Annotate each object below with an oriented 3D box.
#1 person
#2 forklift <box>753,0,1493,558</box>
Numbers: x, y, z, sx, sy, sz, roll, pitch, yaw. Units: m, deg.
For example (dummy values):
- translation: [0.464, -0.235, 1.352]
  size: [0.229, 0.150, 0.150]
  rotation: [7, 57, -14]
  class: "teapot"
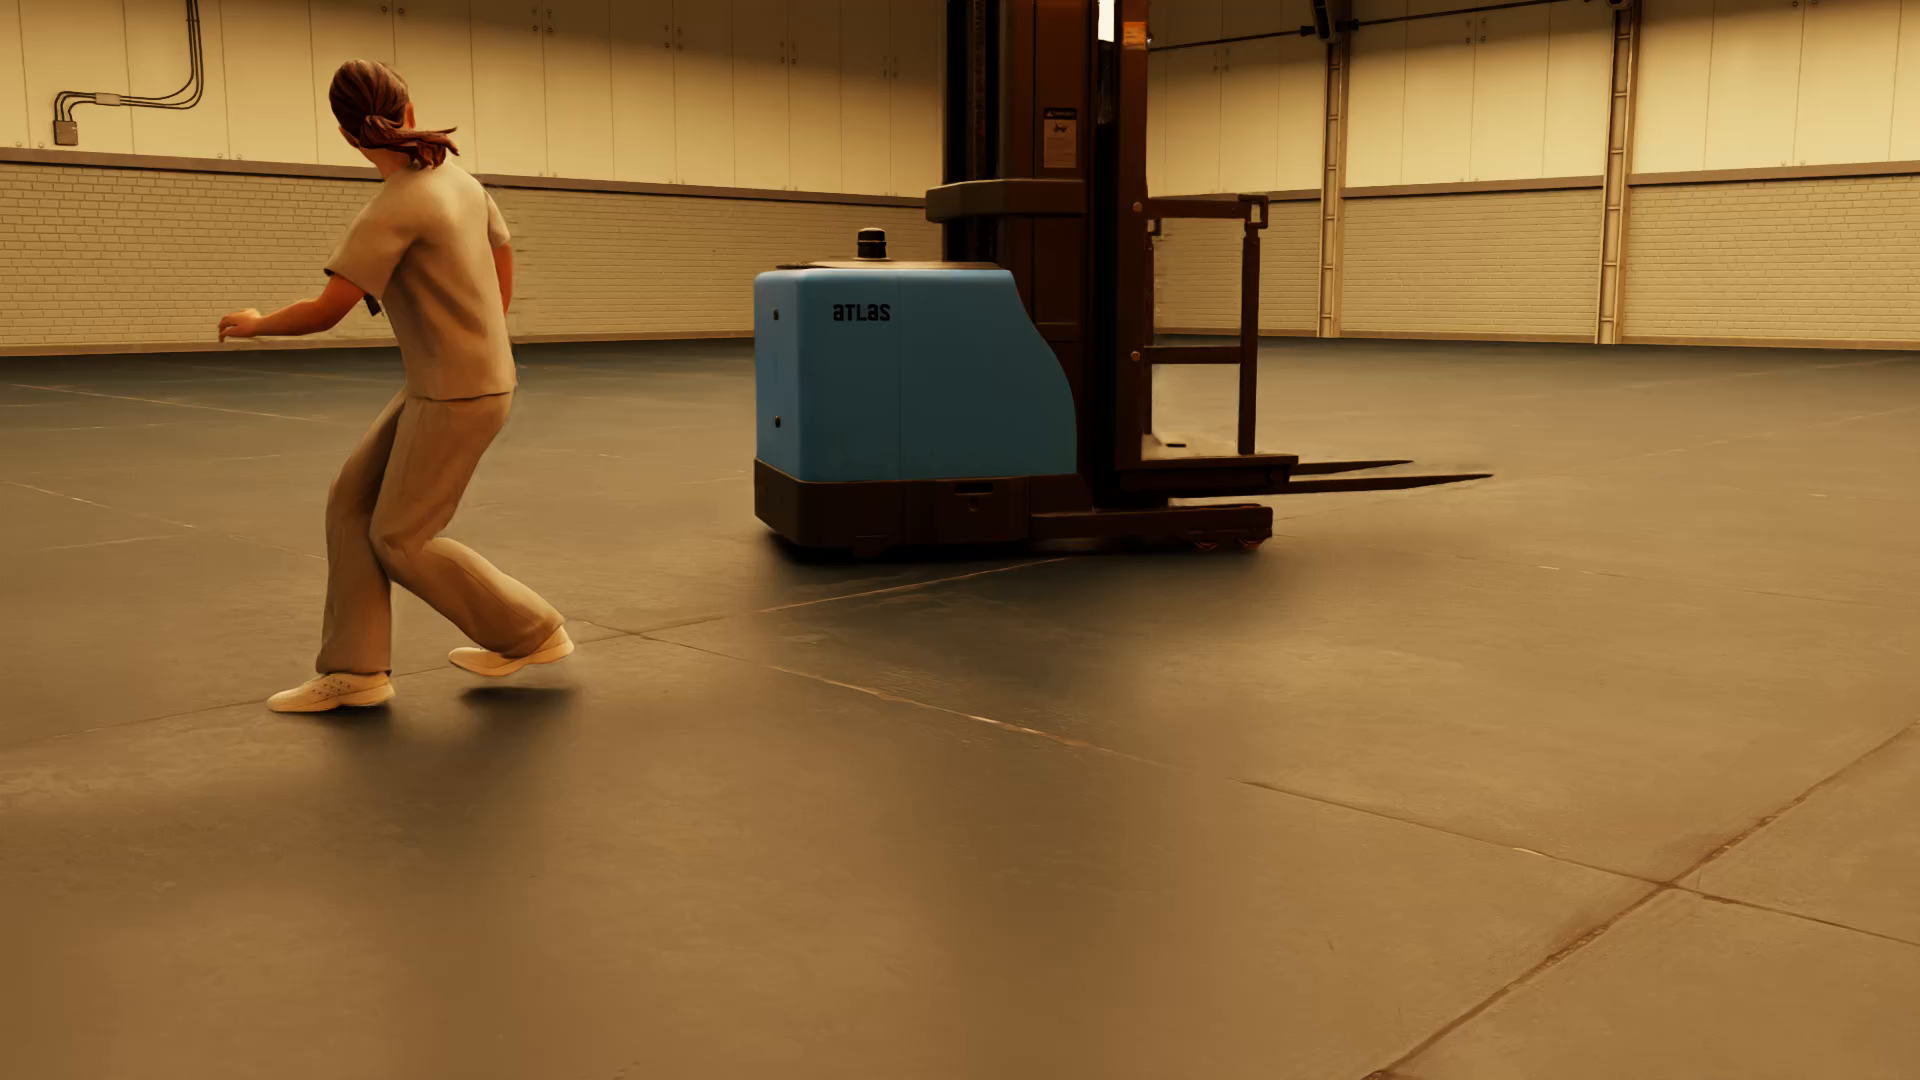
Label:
- translation: [-1.387, -0.376, 4.127]
  size: [0.795, 1.549, 0.734]
  rotation: [-1, 9, -9]
  class: "person"
- translation: [0.720, -1.485, 6.738]
  size: [3.031, 2.935, 1.130]
  rotation: [-3, 9, -17]
  class: "forklift"
